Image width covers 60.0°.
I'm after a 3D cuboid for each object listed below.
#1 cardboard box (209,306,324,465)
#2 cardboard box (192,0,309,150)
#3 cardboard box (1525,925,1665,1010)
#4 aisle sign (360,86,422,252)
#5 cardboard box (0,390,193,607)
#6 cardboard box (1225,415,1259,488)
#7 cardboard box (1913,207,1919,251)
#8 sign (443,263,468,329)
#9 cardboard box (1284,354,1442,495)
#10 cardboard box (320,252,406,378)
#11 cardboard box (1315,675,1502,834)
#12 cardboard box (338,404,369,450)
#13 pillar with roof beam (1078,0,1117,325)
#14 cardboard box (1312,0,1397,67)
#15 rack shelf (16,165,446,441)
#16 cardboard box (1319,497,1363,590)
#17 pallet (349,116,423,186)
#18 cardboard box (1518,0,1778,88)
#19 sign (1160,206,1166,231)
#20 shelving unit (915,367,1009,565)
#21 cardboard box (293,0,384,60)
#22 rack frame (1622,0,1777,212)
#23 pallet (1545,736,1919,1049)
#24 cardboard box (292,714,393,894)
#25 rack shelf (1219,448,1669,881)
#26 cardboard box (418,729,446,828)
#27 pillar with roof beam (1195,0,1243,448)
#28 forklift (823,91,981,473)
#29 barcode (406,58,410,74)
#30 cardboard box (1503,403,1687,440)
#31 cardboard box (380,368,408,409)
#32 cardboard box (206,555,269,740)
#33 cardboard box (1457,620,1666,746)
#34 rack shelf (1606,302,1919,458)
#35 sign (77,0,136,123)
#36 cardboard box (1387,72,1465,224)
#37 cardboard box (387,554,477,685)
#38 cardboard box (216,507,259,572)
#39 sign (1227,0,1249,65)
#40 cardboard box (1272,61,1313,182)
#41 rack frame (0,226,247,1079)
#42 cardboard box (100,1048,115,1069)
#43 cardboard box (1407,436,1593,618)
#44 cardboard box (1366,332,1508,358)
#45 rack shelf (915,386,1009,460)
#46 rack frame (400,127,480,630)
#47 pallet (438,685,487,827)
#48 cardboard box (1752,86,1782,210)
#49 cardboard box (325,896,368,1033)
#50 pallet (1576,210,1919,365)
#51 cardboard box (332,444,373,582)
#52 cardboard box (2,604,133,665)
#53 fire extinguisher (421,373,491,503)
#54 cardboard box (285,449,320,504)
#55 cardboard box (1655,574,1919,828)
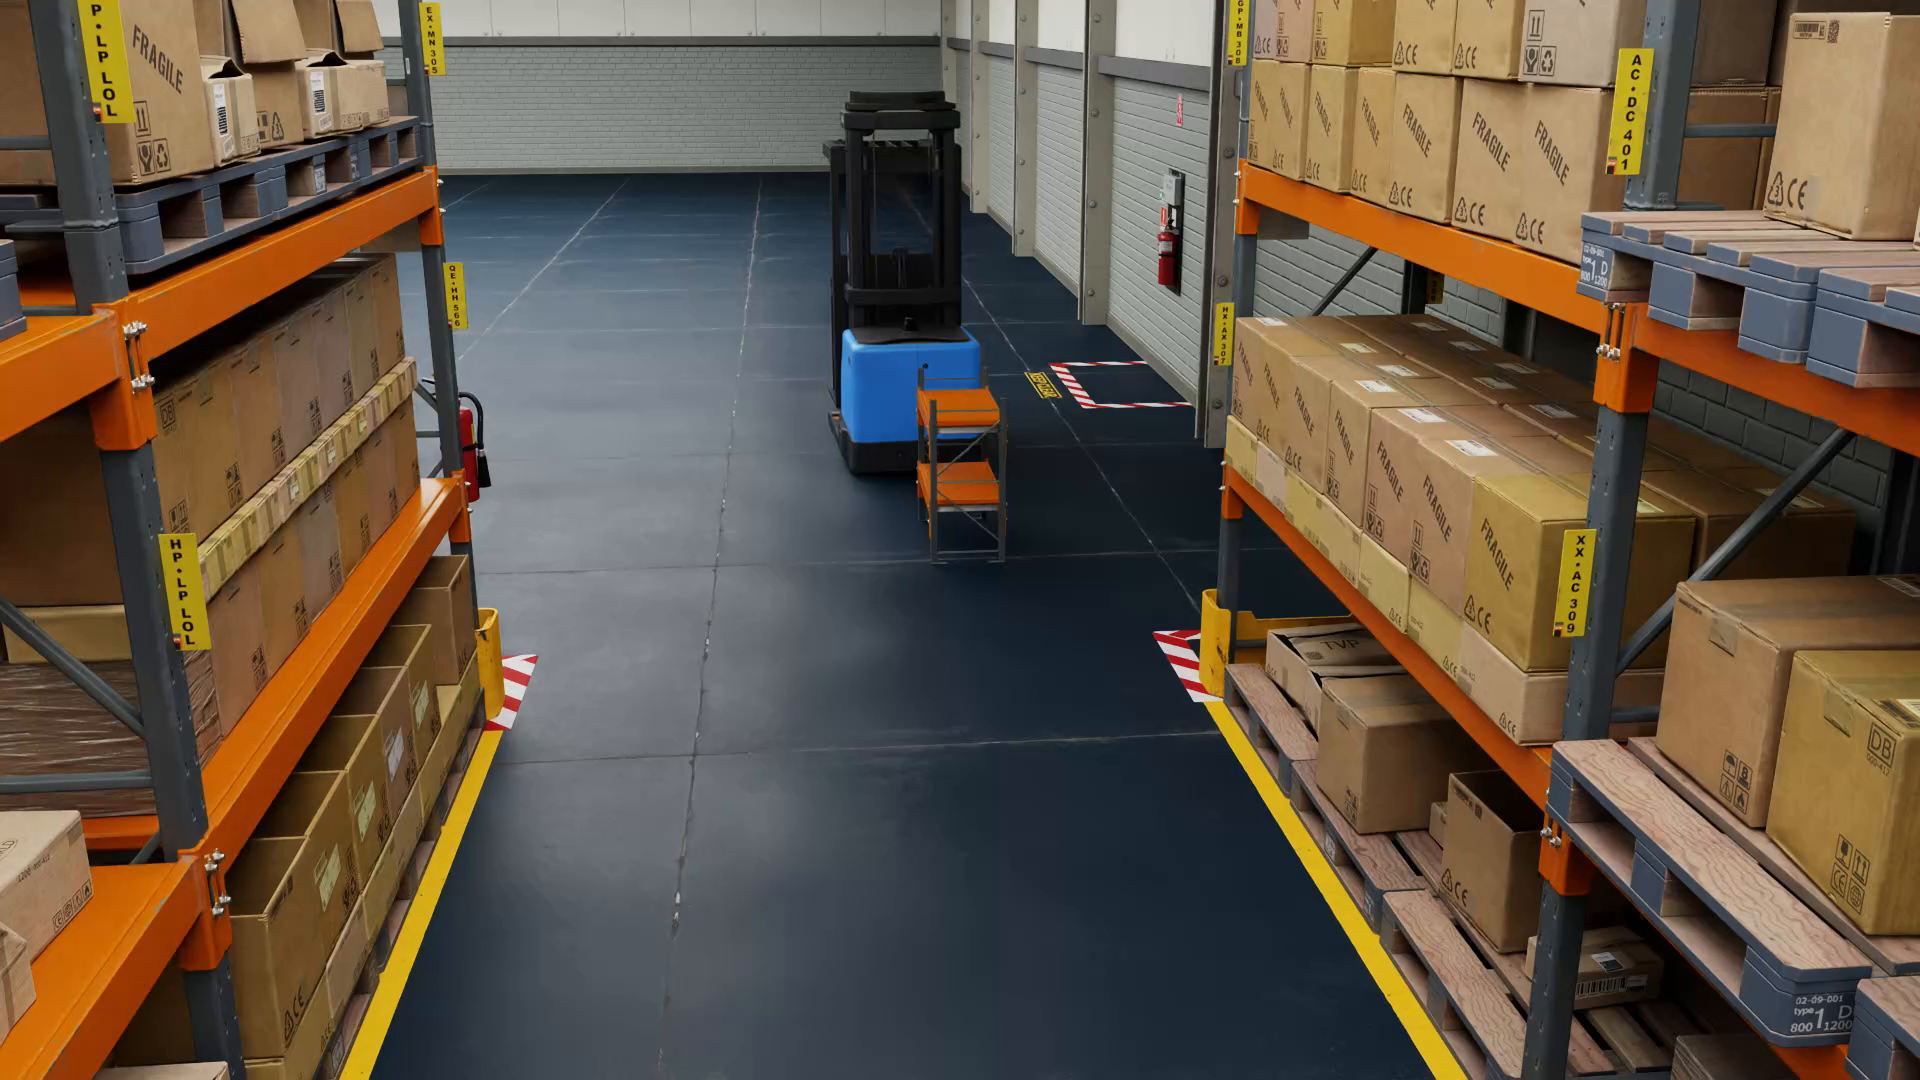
[{"bbox_3d":[-2.810,-0.573,6.161,0.700,0.500,0.500,-2,18,-6],"label":"cardboard box"},{"bbox_3d":[-2.647,-1.568,5.548,0.797,0.503,0.637,0,17,0],"label":"cardboard box"},{"bbox_3d":[2.239,1.504,5.875,0.380,0.166,0.250,-4,18,-13],"label":"cardboard box"},{"bbox_3d":[-2.730,-1.786,8.019,0.394,0.787,0.004,-2,18,-6],"label":"aisle sign"},{"bbox_3d":[-2.655,-0.124,4.732,0.700,0.500,0.500,-2,18,-5],"label":"cardboard box"},{"bbox_3d":[1.646,-0.454,8.333,0.500,0.250,0.500,-2,18,-7],"label":"cardboard box"},{"bbox_3d":[2.364,-0.720,3.402,0.500,0.311,0.500,-1,17,-4],"label":"cardboard box"},{"bbox_3d":[-2.474,-1.195,8.148,0.100,0.325,0.005,-2,18,-6],"label":"sign"},{"bbox_3d":[1.750,-0.514,7.272,0.500,0.500,0.500,-2,18,-7],"label":"cardboard box"},{"bbox_3d":[-2.974,-1.029,7.613,0.700,0.500,0.500,-2,18,-5],"label":"cardboard box"},{"bbox_3d":[1.978,0.910,7.209,0.700,0.500,0.500,-3,18,-9],"label":"cardboard box"},{"bbox_3d":[-2.680,-0.459,6.882,0.380,0.149,0.250,-1,17,-4],"label":"cardboard box"},{"bbox_3d":[-2.676,-6.794,18.295,9.100,9.000,0.400,-2,18,-6],"label":"pillar with roof beam"},{"bbox_3d":[1.775,-2.211,6.835,0.500,0.500,0.500,-1,17,-4],"label":"cardboard box"},{"bbox_3d":[-2.809,-1.009,6.077,1.077,0.370,4.000,-2,18,-6],"label":"rack shelf"},{"bbox_3d":[1.810,0.003,6.878,0.500,0.250,0.500,-2,18,-5],"label":"cardboard box"},{"bbox_3d":[-2.968,-1.695,7.207,1.003,0.211,1.213,-2,18,-6],"label":"pallet"},{"bbox_3d":[2.003,-1.586,4.844,0.500,0.500,0.500,-3,18,-10],"label":"cardboard box"},{"bbox_3d":[2.054,-3.200,16.801,0.001,0.329,0.234,-2,18,-6],"label":"sign"},{"bbox_3d":[0.001,-0.535,11.502,0.538,1.125,1.048,-2,18,-6],"label":"shelving unit"},{"bbox_3d":[-2.960,-2.094,7.223,0.797,0.503,0.637,-1,17,-2],"label":"cardboard box"},{"bbox_3d":[2.324,-2.342,4.113,1.000,3.000,0.127,-2,18,-6],"label":"rack frame"},{"bbox_3d":[2.258,0.844,4.301,1.003,0.211,1.213,-2,18,-6],"label":"pallet"},{"bbox_3d":[-2.442,0.982,6.178,0.500,0.500,0.500,-2,18,-6],"label":"cardboard box"},{"bbox_3d":[2.118,0.268,7.018,1.077,0.370,4.000,-2,18,-6],"label":"rack shelf"},{"bbox_3d":[-2.549,1.042,7.239,0.500,0.250,0.500,-2,18,-6],"label":"cardboard box"},{"bbox_3d":[-2.057,-5.006,12.601,9.100,9.000,0.400,-2,18,-6],"label":"pillar with roof beam"},{"bbox_3d":[-0.571,-2.331,14.207,1.130,2.935,3.031,-3,18,-9],"label":"forklift"},{"bbox_3d":[-2.504,-2.150,7.542,0.001,0.075,0.075,-2,18,-6],"label":"barcode"},{"bbox_3d":[2.388,-0.225,6.351,0.500,0.500,0.500,-1,17,-4],"label":"cardboard box"},{"bbox_3d":[-2.758,-0.689,7.613,0.380,0.149,0.250,-1,17,-4],"label":"cardboard box"},{"bbox_3d":[-2.716,0.338,5.426,0.700,0.500,0.500,-2,18,-6],"label":"cardboard box"},{"bbox_3d":[1.974,0.451,5.451,0.500,0.250,0.500,-2,18,-6],"label":"cardboard box"},{"bbox_3d":[2.530,0.028,2.773,1.077,0.370,4.000,-2,18,-6],"label":"rack shelf"},{"bbox_3d":[-2.064,-1.173,4.010,0.100,0.325,0.005,-2,18,-6],"label":"sign"},{"bbox_3d":[1.892,-1.426,6.003,0.500,0.500,0.500,-2,18,-8],"label":"cardboard box"},{"bbox_3d":[-2.664,0.387,8.074,0.500,0.500,0.500,-2,18,-6],"label":"cardboard box"},{"bbox_3d":[-2.521,0.002,5.415,0.380,0.149,0.250,-2,18,-6],"label":"cardboard box"},{"bbox_3d":[1.372,-2.503,8.174,0.100,0.325,0.005,-2,18,-6],"label":"sign"},{"bbox_3d":[1.717,-1.891,7.486,0.500,0.500,0.500,-1,17,-2],"label":"cardboard box"},{"bbox_3d":[-2.603,0.674,4.521,1.000,3.000,0.127,-2,18,-6],"label":"rack frame"},{"bbox_3d":[-2.868,1.655,5.289,0.500,0.250,0.500,-2,18,-6],"label":"cardboard box"},{"bbox_3d":[1.911,-0.055,5.811,0.500,0.500,0.500,-2,18,-6],"label":"cardboard box"},{"bbox_3d":[2.214,-0.683,7.810,0.500,0.500,0.500,-2,17,-5],"label":"cardboard box"},{"bbox_3d":[0.001,-0.814,11.414,0.538,0.278,1.000,-2,18,-6],"label":"rack shelf"},{"bbox_3d":[-3.015,-0.517,8.317,1.000,3.000,0.127,-2,18,-6],"label":"rack frame"},{"bbox_3d":[-2.895,1.040,8.013,1.003,0.211,1.213,-2,18,-6],"label":"pallet"},{"bbox_3d":[2.524,-1.122,5.035,0.500,0.500,0.500,-1,17,-4],"label":"cardboard box"},{"bbox_3d":[-2.395,1.489,5.815,0.500,0.250,0.500,-2,18,-6],"label":"cardboard box"},{"bbox_3d":[2.282,-0.634,3.995,1.213,0.211,1.003,-2,18,-6],"label":"pallet"},{"bbox_3d":[-2.875,-0.121,6.888,0.700,0.500,0.500,-2,18,-5],"label":"cardboard box"},{"bbox_3d":[-2.438,0.231,4.683,0.380,0.149,0.250,-2,18,-6],"label":"cardboard box"},{"bbox_3d":[-2.565,-0.530,8.487,0.296,0.674,0.183,-2,18,-6],"label":"fire extinguisher"},{"bbox_3d":[-2.601,-0.230,6.153,0.380,0.149,0.250,-2,18,-6],"label":"cardboard box"},{"bbox_3d":[2.343,0.415,4.445,0.700,0.500,0.500,-2,18,-5],"label":"cardboard box"}]
